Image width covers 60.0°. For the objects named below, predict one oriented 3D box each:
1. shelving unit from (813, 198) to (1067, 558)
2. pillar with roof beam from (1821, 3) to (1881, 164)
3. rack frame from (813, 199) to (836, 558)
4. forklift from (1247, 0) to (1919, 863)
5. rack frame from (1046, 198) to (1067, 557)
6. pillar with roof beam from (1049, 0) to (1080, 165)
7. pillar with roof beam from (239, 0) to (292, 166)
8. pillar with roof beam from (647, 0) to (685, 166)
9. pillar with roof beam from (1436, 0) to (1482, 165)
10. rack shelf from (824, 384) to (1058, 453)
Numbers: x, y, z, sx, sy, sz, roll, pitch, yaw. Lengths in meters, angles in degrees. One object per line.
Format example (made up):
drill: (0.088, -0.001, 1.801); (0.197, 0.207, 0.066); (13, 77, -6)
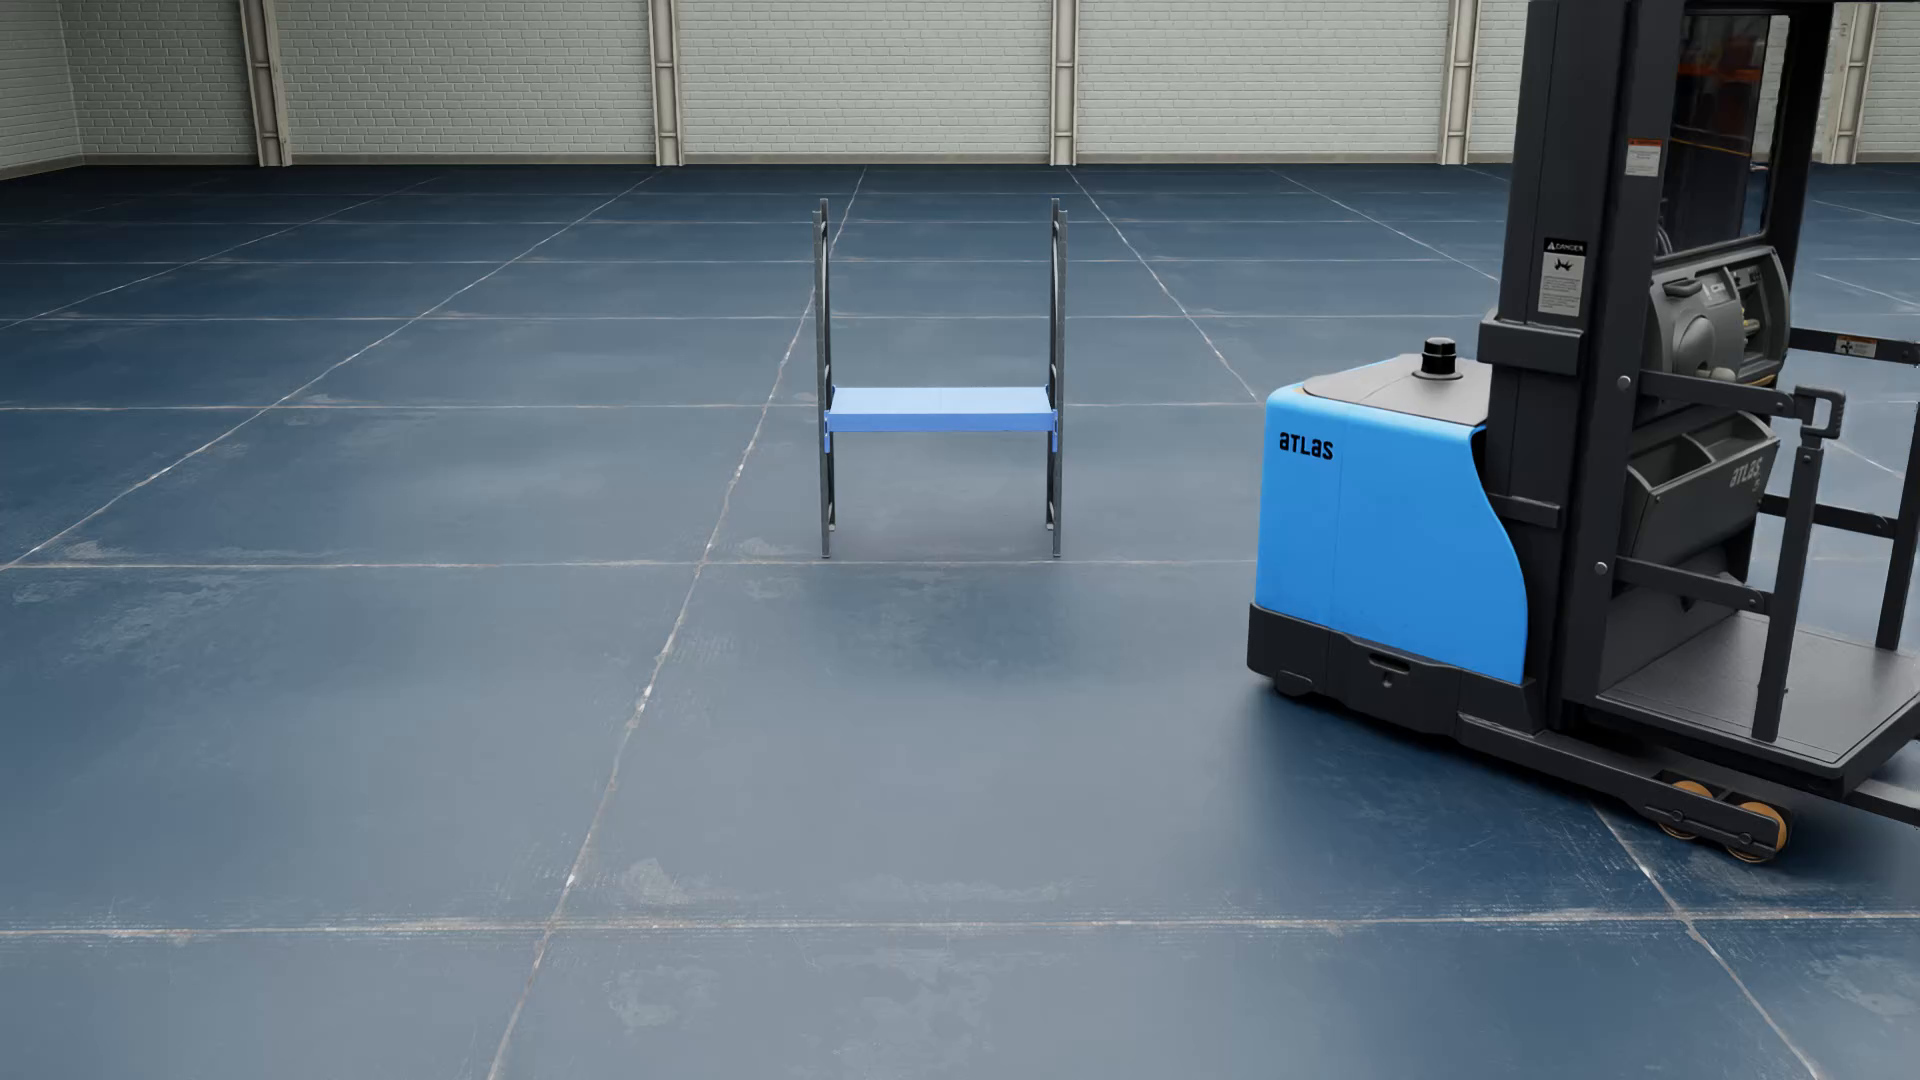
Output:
shelving unit: (-0.085, -0.714, 7.317); (1.048, 1.500, 0.538); (0, 18, -1)
pillar with roof beam: (13.640, -8.799, 20.246); (0.400, 9.000, 9.100); (0, 18, -1)
rack frame: (-0.594, -0.711, 7.310); (0.032, 1.500, 0.500); (0, 18, -1)
forklift: (2.410, -0.661, 4.809); (1.130, 2.935, 3.031); (-17, 24, -42)
rack frame: (0.423, -0.716, 7.325); (0.032, 1.500, 0.500); (0, 18, -1)
pillar with roof beam: (1.642, -8.741, 20.065); (0.400, 9.000, 9.100); (0, 18, -1)
pillar with roof beam: (-10.357, -8.684, 19.885); (0.400, 9.000, 9.100); (0, 18, -1)
pillar with roof beam: (-4.357, -8.713, 19.975); (0.400, 9.000, 9.100); (0, 18, -1)
pillar with roof beam: (7.641, -8.770, 20.156); (0.400, 9.000, 9.100); (0, 18, -1)
rack shelf: (-0.085, -0.542, 7.372); (1.000, 0.185, 0.538); (0, 18, -1)
